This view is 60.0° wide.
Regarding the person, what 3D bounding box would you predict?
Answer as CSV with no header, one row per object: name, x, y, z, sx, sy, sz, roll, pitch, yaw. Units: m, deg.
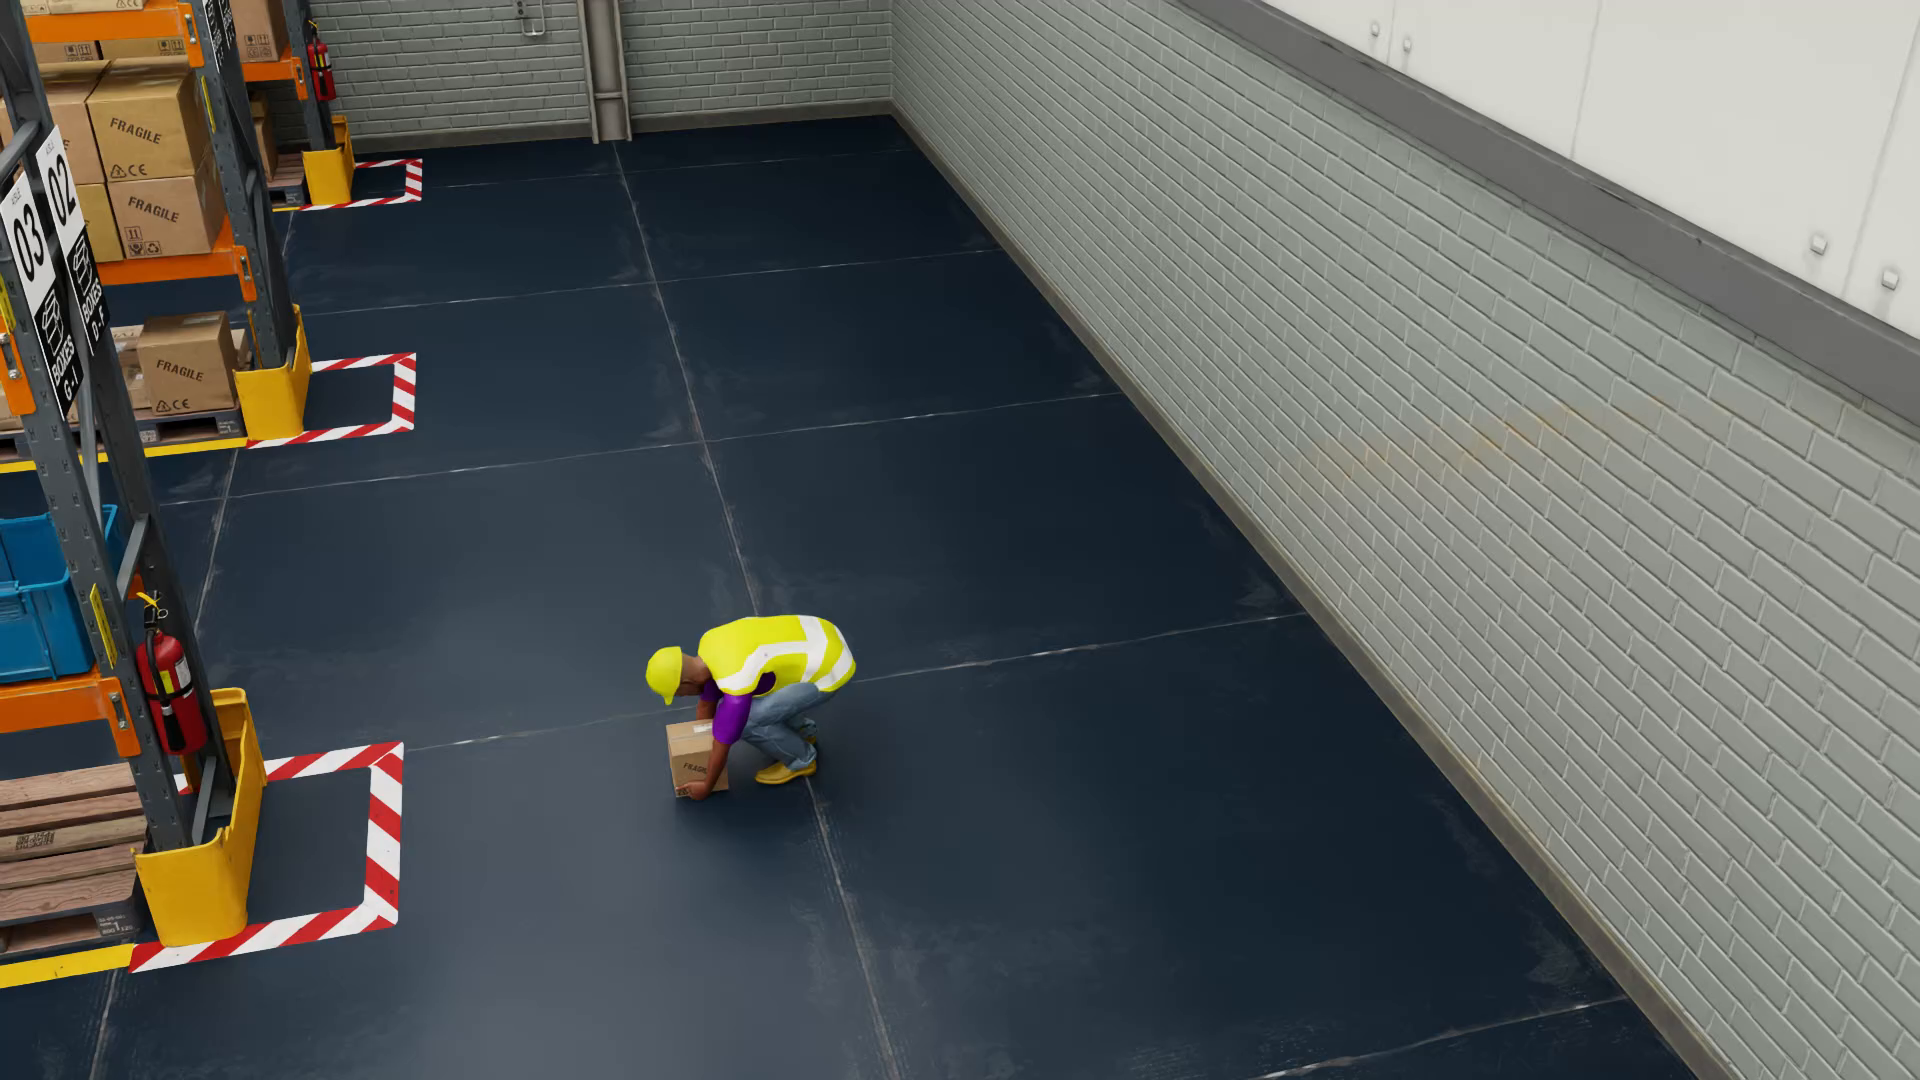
person,-0.974,0.772,7.863,0.973,0.824,0.528,-9,31,-15
